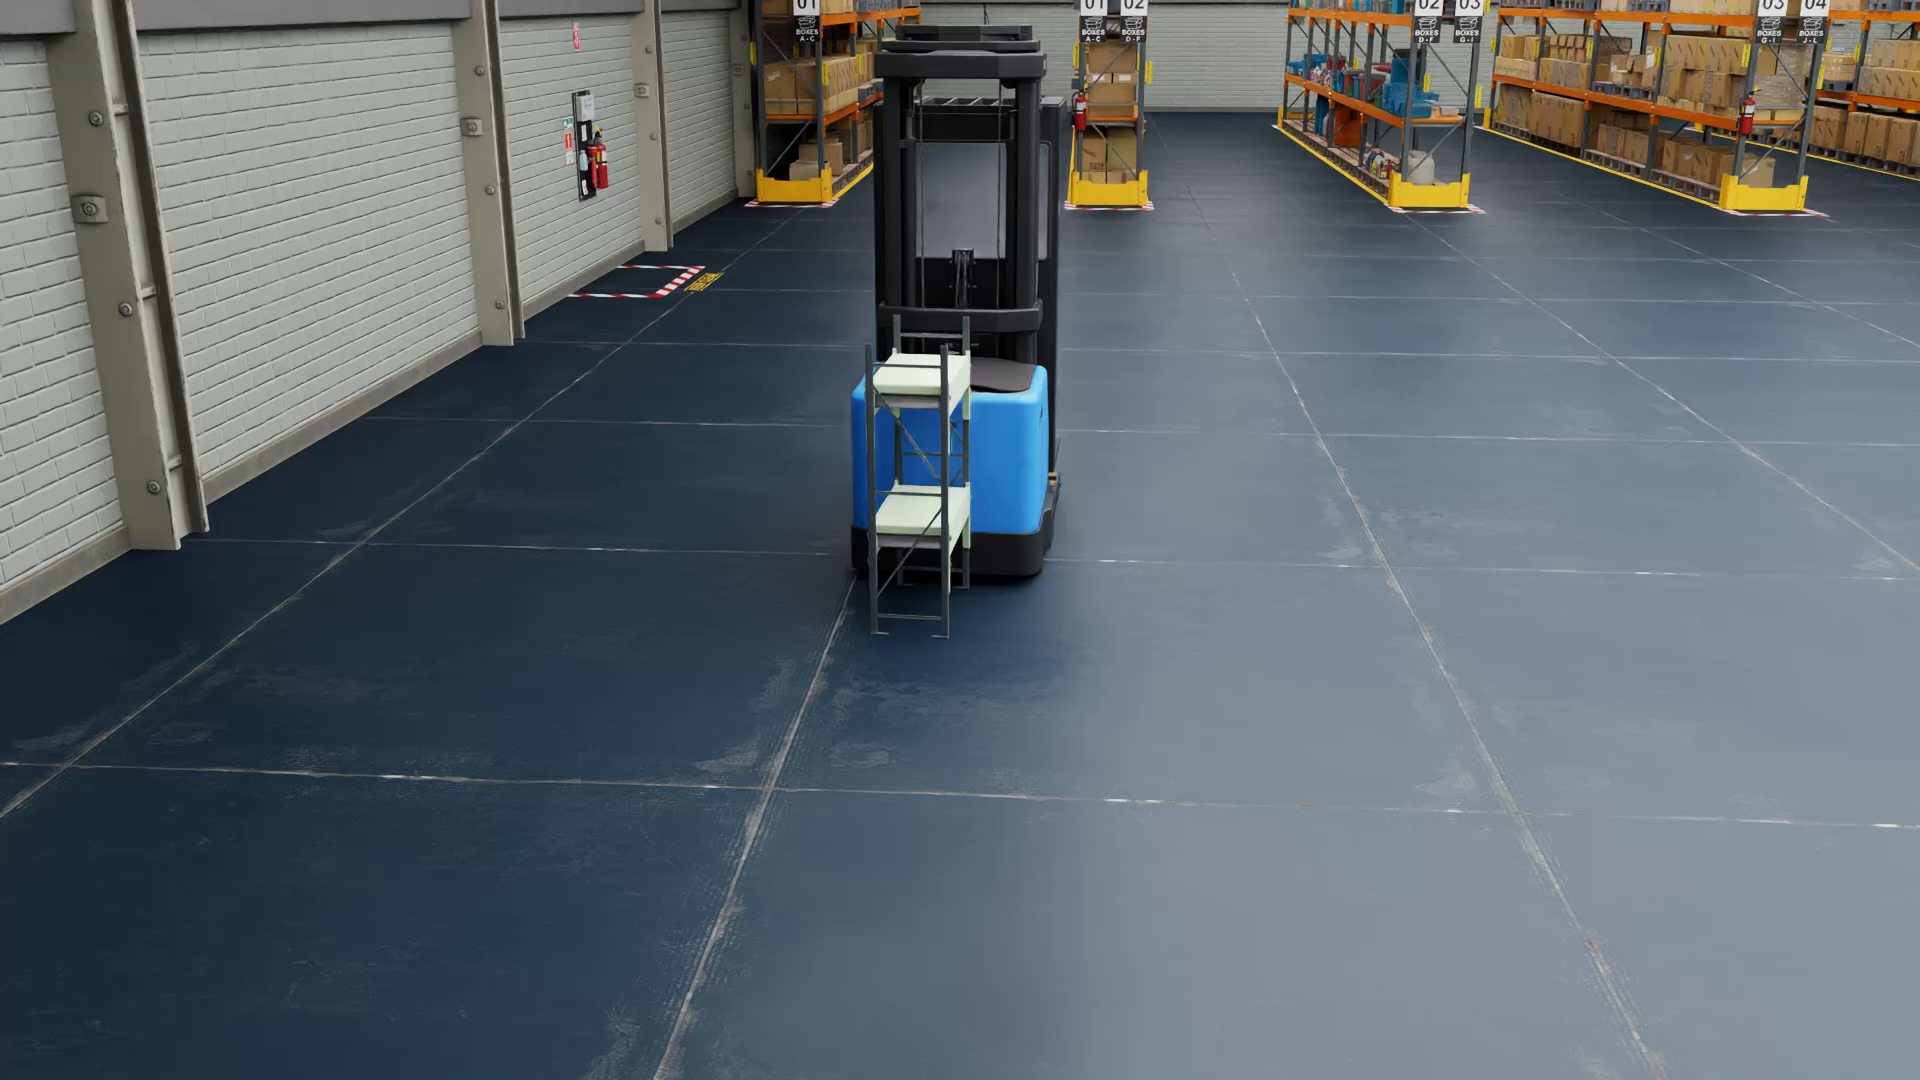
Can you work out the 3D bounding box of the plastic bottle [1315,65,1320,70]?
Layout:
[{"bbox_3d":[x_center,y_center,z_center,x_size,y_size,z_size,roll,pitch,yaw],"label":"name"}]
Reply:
[{"bbox_3d":[7.762,-10.153,36.171,0.144,0.351,0.185,1,18,4],"label":"plastic bottle"}]

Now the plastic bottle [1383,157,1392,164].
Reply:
[{"bbox_3d":[7.174,-6.294,27.981,0.152,0.276,0.135,1,18,4],"label":"plastic bottle"}]

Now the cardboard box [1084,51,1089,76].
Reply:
[{"bbox_3d":[2.819,-9.606,33.586,0.700,0.500,0.500,-5,19,-15],"label":"cardboard box"}]

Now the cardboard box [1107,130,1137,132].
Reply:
[{"bbox_3d":[2.684,-6.553,27.640,0.500,0.500,0.500,1,18,4],"label":"cardboard box"}]

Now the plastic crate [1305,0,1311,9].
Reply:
[{"bbox_3d":[7.843,-11.754,36.501,0.450,0.188,0.662,1,18,4],"label":"plastic crate"}]

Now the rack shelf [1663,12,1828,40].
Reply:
[{"bbox_3d":[12.337,-8.158,26.342,1.077,0.370,4.000,1,18,4],"label":"rack shelf"}]

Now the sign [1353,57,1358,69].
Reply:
[{"bbox_3d":[8.662,-10.410,36.430,0.100,0.325,0.005,1,18,4],"label":"sign"}]

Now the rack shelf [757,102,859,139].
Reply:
[{"bbox_3d":[-2.485,-7.065,27.821,1.077,0.370,4.000,1,18,4],"label":"rack shelf"}]

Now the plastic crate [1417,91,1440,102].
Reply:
[{"bbox_3d":[7.732,-7.386,27.886,0.499,0.251,0.616,1,18,4],"label":"plastic crate"}]

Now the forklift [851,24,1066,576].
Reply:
[{"bbox_3d":[0.065,-1.611,10.133,1.130,2.935,3.031,2,18,6],"label":"forklift"}]

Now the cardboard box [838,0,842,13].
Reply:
[{"bbox_3d":[-2.230,-8.860,27.136,0.500,0.500,0.500,2,18,7],"label":"cardboard box"}]

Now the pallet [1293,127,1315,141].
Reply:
[{"bbox_3d":[8.128,-9.195,37.647,1.003,0.211,1.213,1,18,4],"label":"pallet"}]

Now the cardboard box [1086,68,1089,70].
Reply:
[{"bbox_3d":[2.260,-7.636,27.209,0.380,0.149,0.250,1,18,3],"label":"cardboard box"}]

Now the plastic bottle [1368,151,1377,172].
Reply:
[{"bbox_3d":[7.055,-6.457,28.358,0.144,0.351,0.185,1,18,2],"label":"plastic bottle"}]

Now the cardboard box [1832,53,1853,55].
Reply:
[{"bbox_3d":[18.066,-9.868,33.994,0.380,0.149,0.250,0,18,1],"label":"cardboard box"}]

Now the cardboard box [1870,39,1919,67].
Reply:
[{"bbox_3d":[17.665,-9.180,31.354,0.700,0.500,0.500,1,18,4],"label":"cardboard box"}]

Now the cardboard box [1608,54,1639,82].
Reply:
[{"bbox_3d":[12.768,-9.017,31.788,0.500,0.500,0.500,-1,18,-3],"label":"cardboard box"}]

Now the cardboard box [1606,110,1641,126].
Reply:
[{"bbox_3d":[12.749,-8.107,31.951,0.500,0.250,0.500,2,18,6],"label":"cardboard box"}]

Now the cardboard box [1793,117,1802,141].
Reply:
[{"bbox_3d":[17.616,-8.499,34.384,0.500,0.500,0.500,2,18,5],"label":"cardboard box"}]

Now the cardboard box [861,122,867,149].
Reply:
[{"bbox_3d":[-2.207,-7.909,32.551,0.700,0.500,0.500,1,18,4],"label":"cardboard box"}]

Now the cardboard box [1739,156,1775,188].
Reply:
[{"bbox_3d":[12.255,-5.659,25.716,0.500,0.500,0.500,5,19,14],"label":"cardboard box"}]

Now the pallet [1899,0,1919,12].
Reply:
[{"bbox_3d":[17.637,-9.583,29.839,1.003,0.211,1.213,2,18,6],"label":"pallet"}]

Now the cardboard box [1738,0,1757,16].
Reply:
[{"bbox_3d":[11.975,-7.963,24.832,0.500,0.250,0.500,2,18,5],"label":"cardboard box"}]

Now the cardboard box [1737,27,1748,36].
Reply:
[{"bbox_3d":[17.861,-11.335,37.455,0.500,0.500,0.500,1,18,2],"label":"cardboard box"}]

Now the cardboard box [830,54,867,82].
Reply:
[{"bbox_3d":[-2.145,-8.993,31.684,0.700,0.500,0.500,1,18,4],"label":"cardboard box"}]

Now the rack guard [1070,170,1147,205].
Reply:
[{"bbox_3d":[2.312,-5.481,25.846,1.175,0.500,0.348,1,18,4],"label":"rack guard"}]

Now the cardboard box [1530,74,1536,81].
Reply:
[{"bbox_3d":[12.749,-10.163,36.526,0.380,0.149,0.250,1,18,4],"label":"cardboard box"}]

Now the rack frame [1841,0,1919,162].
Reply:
[{"bbox_3d":[17.707,-8.796,31.950,1.000,3.000,0.127,1,18,4],"label":"rack frame"}]

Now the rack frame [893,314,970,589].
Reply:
[{"bbox_3d":[-0.149,-0.454,8.882,0.400,1.500,0.023,3,19,8],"label":"rack frame"}]

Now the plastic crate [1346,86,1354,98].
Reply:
[{"bbox_3d":[7.384,-8.253,30.633,0.450,0.188,0.662,1,18,4],"label":"plastic crate"}]

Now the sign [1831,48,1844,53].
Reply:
[{"bbox_3d":[23.562,-13.102,44.657,0.327,0.218,0.001,1,18,4],"label":"sign"}]

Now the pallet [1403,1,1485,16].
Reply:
[{"bbox_3d":[7.410,-8.155,25.478,1.003,0.211,1.213,1,18,4],"label":"pallet"}]

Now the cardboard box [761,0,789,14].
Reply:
[{"bbox_3d":[-2.851,-8.403,25.741,0.500,0.500,0.500,3,18,8],"label":"cardboard box"}]

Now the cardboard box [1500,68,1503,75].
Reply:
[{"bbox_3d":[12.951,-11.041,39.206,0.380,0.149,0.250,1,18,3],"label":"cardboard box"}]

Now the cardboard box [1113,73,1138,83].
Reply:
[{"bbox_3d":[2.556,-7.149,25.720,0.380,0.149,0.250,1,18,4],"label":"cardboard box"}]

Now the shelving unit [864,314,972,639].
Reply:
[{"bbox_3d":[-0.202,-0.339,8.539,0.431,1.500,0.755,3,19,8],"label":"shelving unit"}]

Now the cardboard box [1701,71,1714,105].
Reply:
[{"bbox_3d":[12.256,-7.125,26.212,0.875,0.500,0.500,1,18,4],"label":"cardboard box"}]

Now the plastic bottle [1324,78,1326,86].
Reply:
[{"bbox_3d":[7.522,-9.408,34.138,0.097,0.201,0.097,0,18,0],"label":"plastic bottle"}]

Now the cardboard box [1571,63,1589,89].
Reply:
[{"bbox_3d":[12.597,-9.299,33.325,0.500,0.500,0.500,1,18,3],"label":"cardboard box"}]

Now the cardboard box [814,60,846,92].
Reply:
[{"bbox_3d":[-2.180,-7.696,27.596,0.500,0.500,0.500,2,18,6],"label":"cardboard box"}]

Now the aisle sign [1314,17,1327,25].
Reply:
[{"bbox_3d":[8.698,-12.785,39.948,0.394,0.787,0.004,1,18,4],"label":"aisle sign"}]

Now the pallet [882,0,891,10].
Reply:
[{"bbox_3d":[-2.061,-10.807,33.573,1.213,0.211,1.003,2,18,6],"label":"pallet"}]

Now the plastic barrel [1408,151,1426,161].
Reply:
[{"bbox_3d":[7.260,-5.943,26.565,0.421,0.512,0.421,0,18,0],"label":"plastic barrel"}]

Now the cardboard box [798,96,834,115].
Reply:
[{"bbox_3d":[-2.276,-6.868,26.275,0.500,0.250,0.500,1,18,2],"label":"cardboard box"}]

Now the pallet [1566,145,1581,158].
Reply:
[{"bbox_3d":[12.899,-7.856,33.560,1.003,0.211,1.213,1,18,4],"label":"pallet"}]

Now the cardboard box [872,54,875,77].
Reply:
[{"bbox_3d":[-1.764,-9.613,33.774,0.500,0.500,0.500,2,18,6],"label":"cardboard box"}]

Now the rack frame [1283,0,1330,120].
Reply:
[{"bbox_3d":[8.401,-11.533,40.304,1.000,3.000,0.127,1,18,4],"label":"rack frame"}]

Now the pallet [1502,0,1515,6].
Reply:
[{"bbox_3d":[13.298,-12.576,38.810,1.003,0.211,1.213,1,18,4],"label":"pallet"}]

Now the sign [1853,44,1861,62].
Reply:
[{"bbox_3d":[17.165,-9.318,31.810,0.100,0.325,0.005,1,18,4],"label":"sign"}]

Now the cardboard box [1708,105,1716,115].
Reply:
[{"bbox_3d":[12.082,-6.816,26.310,0.380,0.149,0.250,1,18,4],"label":"cardboard box"}]

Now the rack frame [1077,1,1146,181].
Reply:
[{"bbox_3d":[2.313,-6.676,25.480,1.000,3.000,0.127,1,18,4],"label":"rack frame"}]

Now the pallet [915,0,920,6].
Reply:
[{"bbox_3d":[-1.524,-12.907,39.822,1.003,0.211,1.213,1,18,4],"label":"pallet"}]

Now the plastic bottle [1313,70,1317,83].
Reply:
[{"bbox_3d":[7.639,-9.946,35.665,0.097,0.271,0.097,0,18,0],"label":"plastic bottle"}]

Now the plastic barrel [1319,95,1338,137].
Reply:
[{"bbox_3d":[8.007,-9.105,35.588,0.600,0.901,0.708,1,18,4],"label":"plastic barrel"}]

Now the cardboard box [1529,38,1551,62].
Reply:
[{"bbox_3d":[12.820,-10.756,36.490,0.500,0.500,0.500,2,18,5],"label":"cardboard box"}]

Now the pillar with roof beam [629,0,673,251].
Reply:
[{"bbox_3d":[0.423,-7.913,19.622,9.100,9.000,0.400,1,18,4],"label":"pillar with roof beam"}]
